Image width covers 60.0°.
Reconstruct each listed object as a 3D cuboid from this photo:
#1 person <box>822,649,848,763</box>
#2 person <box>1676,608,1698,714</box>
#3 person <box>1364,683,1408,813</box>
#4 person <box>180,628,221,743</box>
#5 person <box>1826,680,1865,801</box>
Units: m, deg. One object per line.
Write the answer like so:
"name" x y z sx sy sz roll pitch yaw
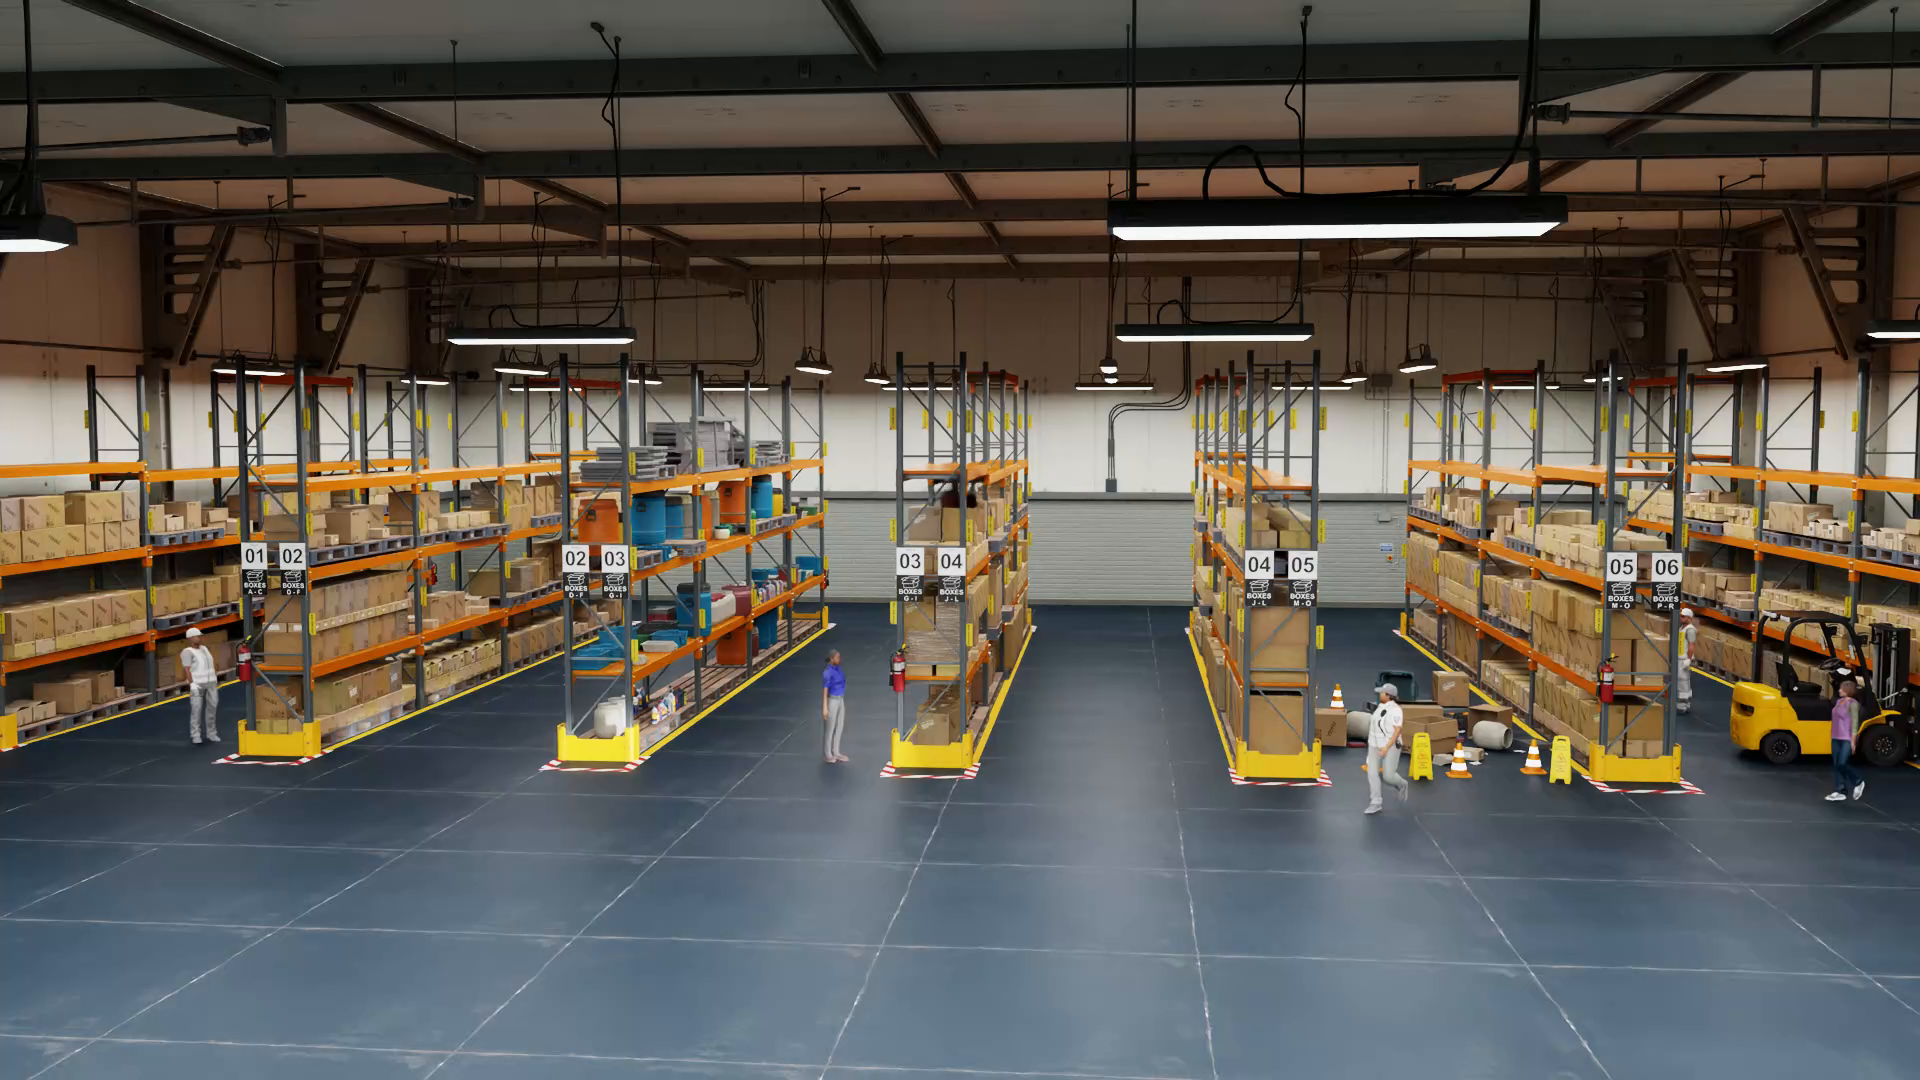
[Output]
"person" -1.857 2.437 24.487 0.324 1.668 0.549 2 4 25
"person" 12.485 2.077 28.699 0.435 1.793 0.600 2 5 27
"person" 5.487 2.660 21.315 0.503 1.664 0.652 4 6 44
"person" -11.854 2.281 26.023 0.590 1.822 0.649 3 5 35
"person" 11.659 2.640 21.868 0.445 1.600 0.409 -1 4 -15
